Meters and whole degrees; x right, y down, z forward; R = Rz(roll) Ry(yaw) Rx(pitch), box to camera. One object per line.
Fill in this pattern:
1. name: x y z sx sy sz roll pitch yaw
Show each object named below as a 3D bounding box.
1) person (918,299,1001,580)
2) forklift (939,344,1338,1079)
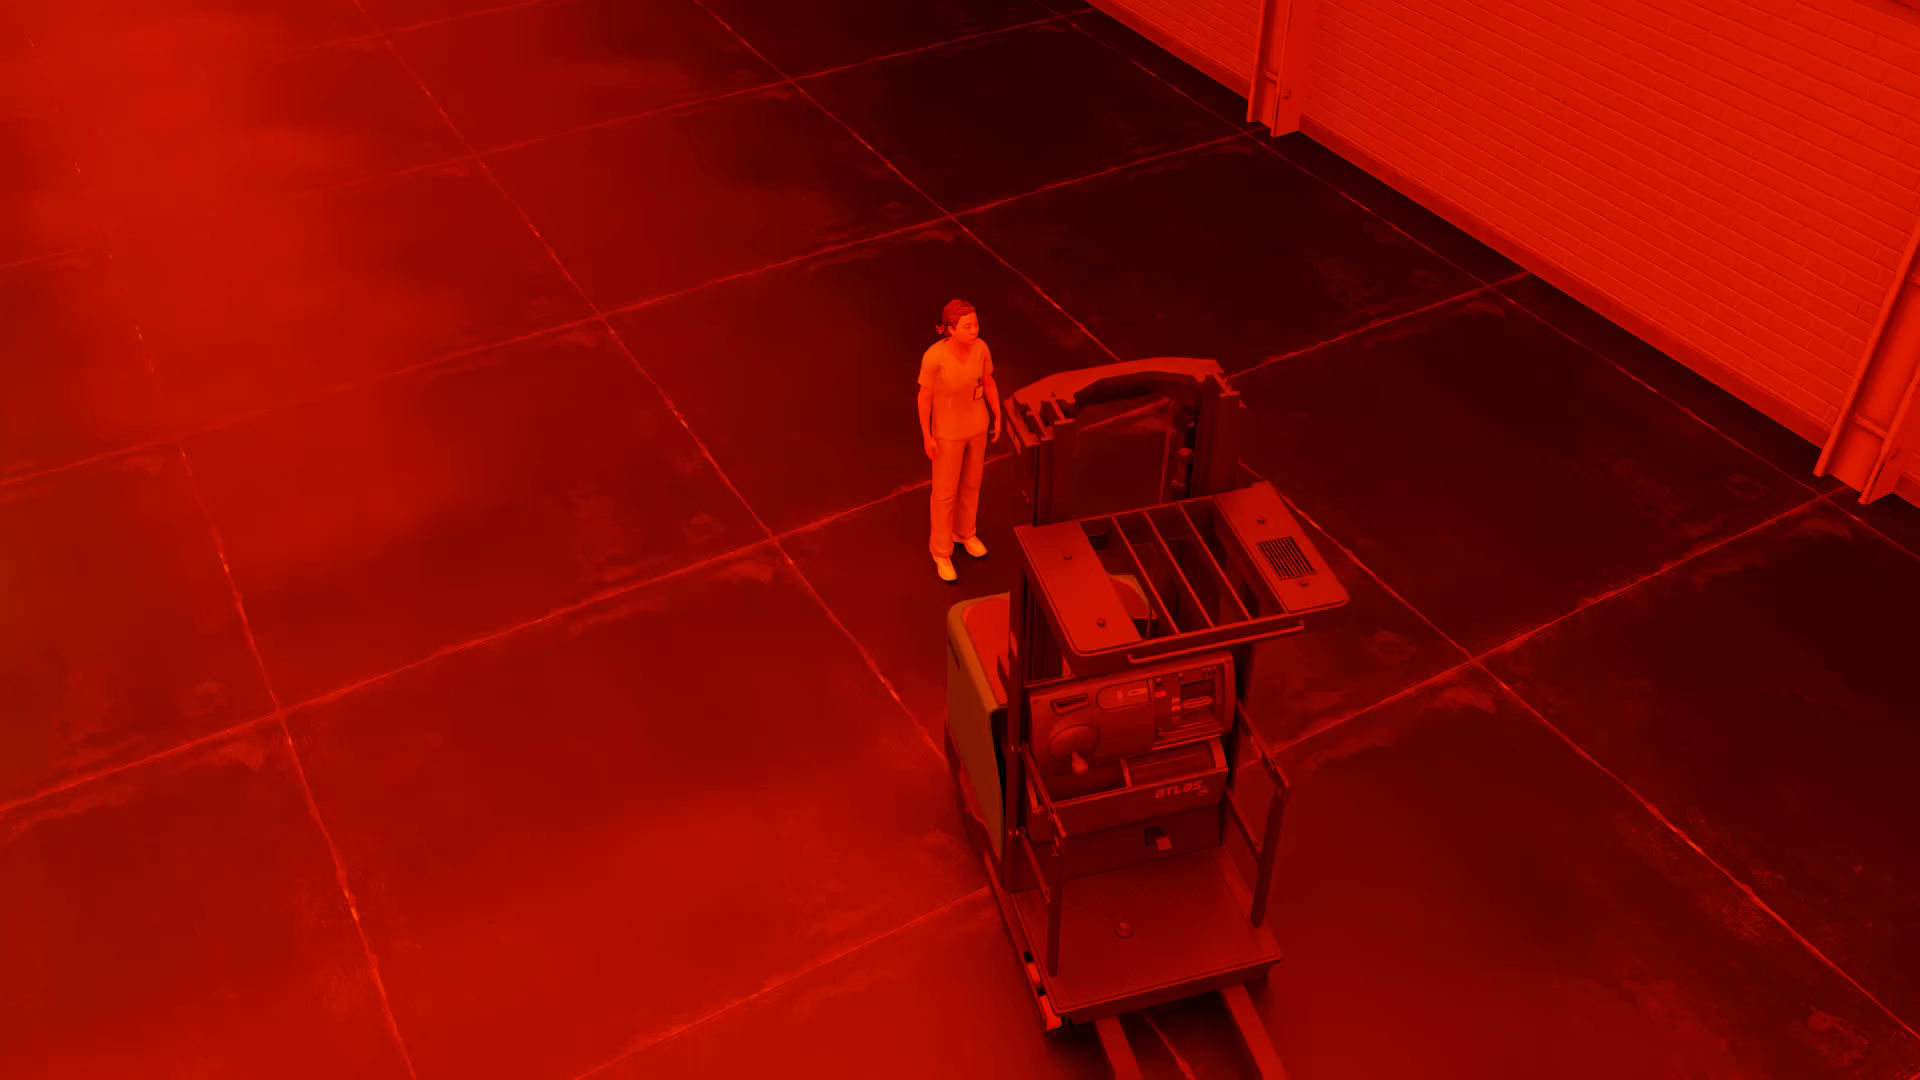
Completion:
1. person: 0.025 -0.606 9.738 0.549 1.676 0.549 -20 44 -23
2. forklift: 0.784 0.771 7.107 1.130 2.935 3.031 -10 41 -12
